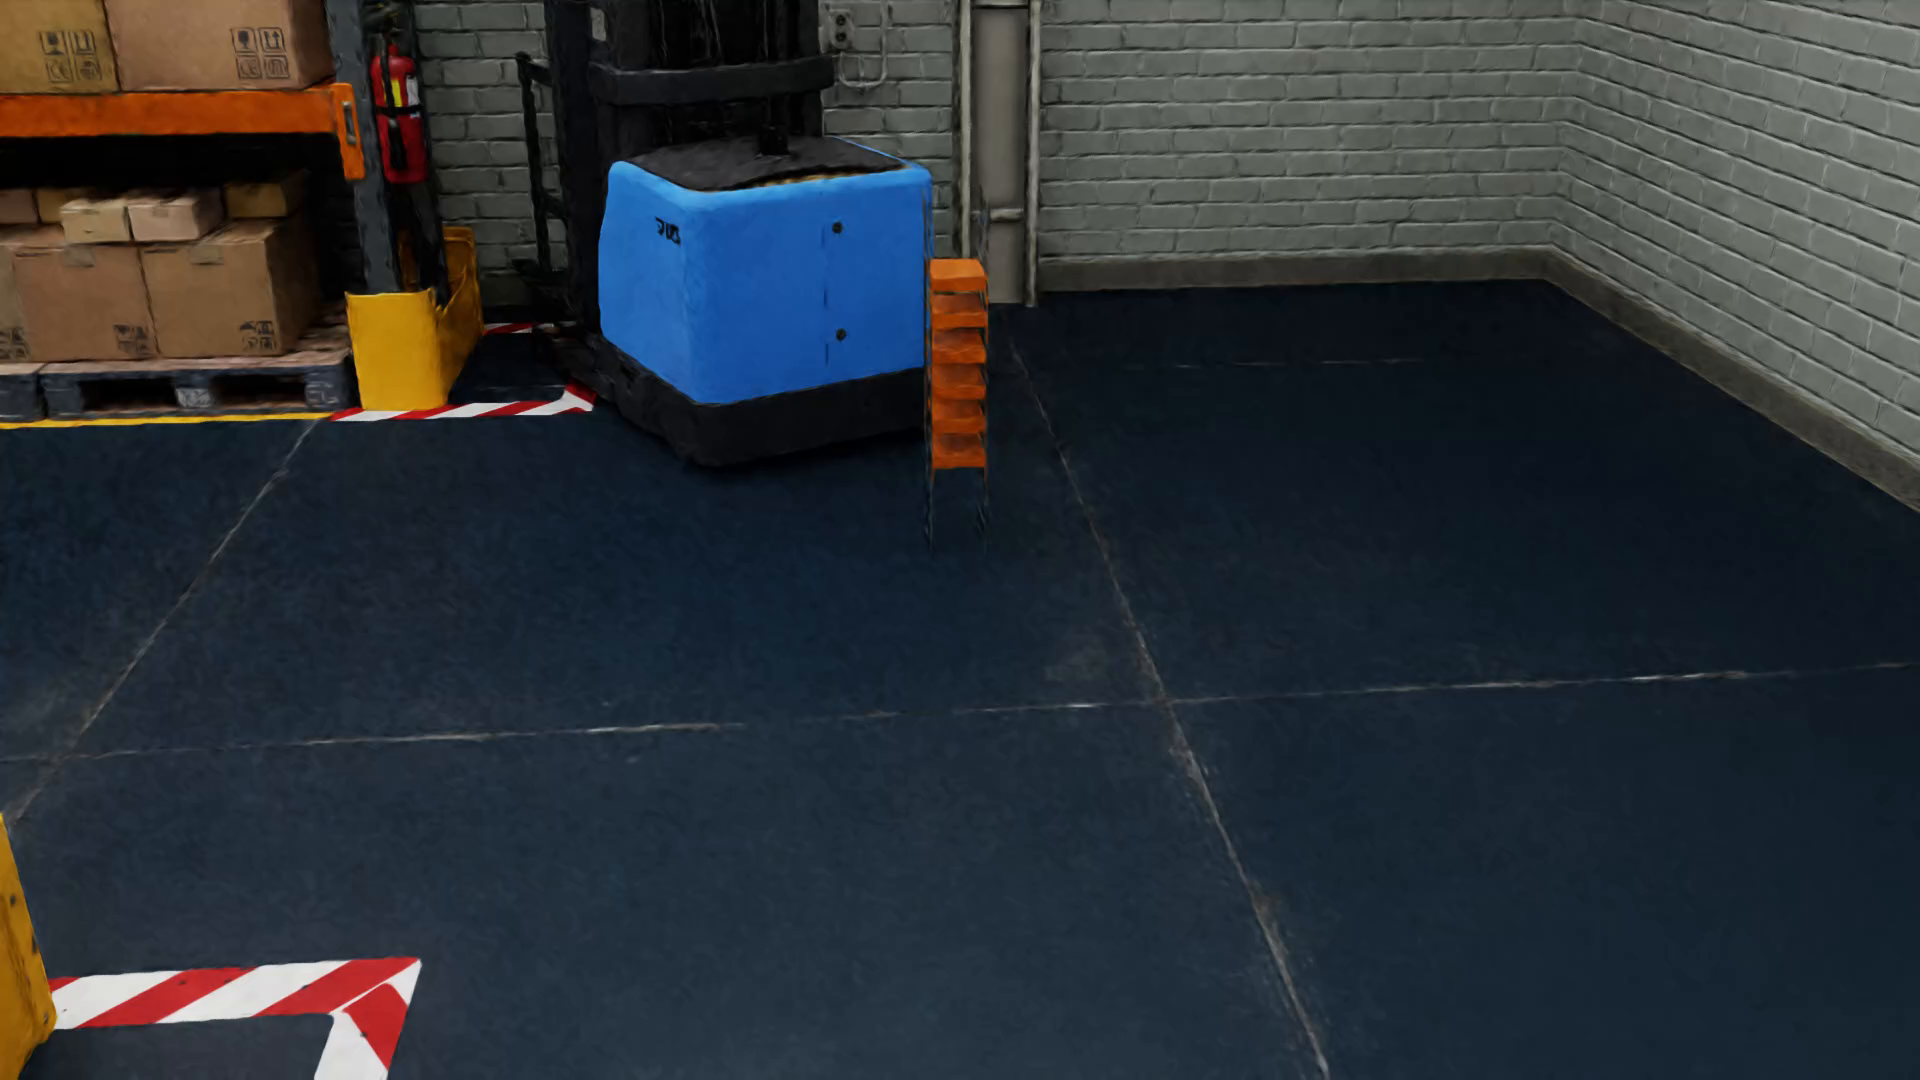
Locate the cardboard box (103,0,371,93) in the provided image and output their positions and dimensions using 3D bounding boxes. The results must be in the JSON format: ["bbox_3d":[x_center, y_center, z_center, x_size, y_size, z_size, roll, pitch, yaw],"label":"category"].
[{"bbox_3d":[-2.931,-2.259,6.771,0.700,0.700,0.980,-1,24,-3],"label":"cardboard box"}]

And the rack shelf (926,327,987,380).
[{"bbox_3d":[-0.014,-0.617,5.474,0.180,0.103,0.258,-2,24,-5],"label":"rack shelf"}]

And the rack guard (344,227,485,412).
[{"bbox_3d":[-2.400,-1.005,7.397,0.348,0.500,1.175,-2,24,-5],"label":"rack guard"}]

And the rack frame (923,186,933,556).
[{"bbox_3d":[-0.105,-0.544,5.497,0.006,1.200,0.240,-2,24,-5],"label":"rack frame"}]

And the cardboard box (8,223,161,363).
[{"bbox_3d":[-3.609,-1.108,7.110,0.500,0.500,0.700,-2,24,-5],"label":"cardboard box"}]

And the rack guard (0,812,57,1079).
[{"bbox_3d":[-2.009,1.001,2.883,0.348,0.500,1.175,-2,24,-5],"label":"rack guard"}]

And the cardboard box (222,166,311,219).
[{"bbox_3d":[-3.006,-1.510,7.217,0.250,0.149,0.380,-2,24,-5],"label":"cardboard box"}]

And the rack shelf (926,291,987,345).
[{"bbox_3d":[-0.014,-0.726,5.426,0.180,0.103,0.258,-2,24,-5],"label":"rack shelf"}]

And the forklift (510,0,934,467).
[{"bbox_3d":[-1.284,-2.166,7.014,1.130,2.935,3.031,-14,28,-28],"label":"forklift"}]

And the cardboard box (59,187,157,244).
[{"bbox_3d":[-3.475,-1.335,6.823,0.250,0.149,0.380,-2,24,-4],"label":"cardboard box"}]

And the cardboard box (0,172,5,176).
[{"bbox_3d":[-4.268,-1.459,7.101,0.250,0.149,0.380,-2,24,-5],"label":"cardboard box"}]

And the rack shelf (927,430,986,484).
[{"bbox_3d":[-0.014,-0.288,5.621,0.180,0.103,0.258,-2,24,-5],"label":"rack shelf"}]

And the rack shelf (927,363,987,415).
[{"bbox_3d":[-0.014,-0.507,5.523,0.180,0.103,0.258,-2,24,-5],"label":"rack shelf"}]

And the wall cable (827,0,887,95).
[{"bbox_3d":[-1.243,-3.044,7.656,1.851,1.984,0.084,-2,24,-5],"label":"wall cable"}]

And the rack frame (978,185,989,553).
[{"bbox_3d":[0.077,-0.551,5.513,0.006,1.200,0.240,-2,24,-5],"label":"rack frame"}]

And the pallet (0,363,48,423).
[{"bbox_3d":[-4.424,-0.762,7.203,1.213,0.211,1.003,-2,24,-5],"label":"pallet"}]

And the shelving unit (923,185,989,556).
[{"bbox_3d":[-0.014,-0.548,5.505,0.189,1.200,0.258,-2,24,-5],"label":"shelving unit"}]

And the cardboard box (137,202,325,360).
[{"bbox_3d":[-3.111,-1.128,7.155,0.500,0.500,0.700,-2,24,-5],"label":"cardboard box"}]

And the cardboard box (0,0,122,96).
[{"bbox_3d":[-3.654,-2.226,6.695,0.700,0.700,0.980,-2,24,-6],"label":"cardboard box"}]

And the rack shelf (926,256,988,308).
[{"bbox_3d":[-0.014,-0.836,5.377,0.180,0.103,0.258,-2,24,-5],"label":"rack shelf"}]

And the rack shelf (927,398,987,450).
[{"bbox_3d":[-0.014,-0.397,5.572,0.180,0.103,0.258,-2,24,-5],"label":"rack shelf"}]

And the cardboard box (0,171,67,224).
[{"bbox_3d":[-4.012,-1.469,7.125,0.250,0.149,0.380,-2,24,-4],"label":"cardboard box"}]

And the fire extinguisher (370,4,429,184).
[{"bbox_3d":[-2.229,-1.760,6.572,0.183,0.674,0.296,-2,24,-5],"label":"fire extinguisher"}]

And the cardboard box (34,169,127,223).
[{"bbox_3d":[-3.759,-1.480,7.148,0.250,0.149,0.380,-2,24,-5],"label":"cardboard box"}]

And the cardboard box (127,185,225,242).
[{"bbox_3d":[-3.221,-1.346,6.846,0.250,0.149,0.380,-3,24,-6],"label":"cardboard box"}]

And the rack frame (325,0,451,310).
[{"bbox_3d":[-2.424,-2.147,6.887,0.127,3.000,1.000,-2,24,-5],"label":"rack frame"}]

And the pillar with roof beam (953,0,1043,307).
[{"bbox_3d":[0.601,-3.605,2.782,0.400,9.000,9.100,-2,24,-5],"label":"pillar with roof beam"}]

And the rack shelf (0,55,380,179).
[{"bbox_3d":[-4.415,-1.738,6.853,4.000,0.370,1.077,-2,24,-5],"label":"rack shelf"}]

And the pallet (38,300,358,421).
[{"bbox_3d":[-3.212,-0.809,7.310,1.213,0.211,1.003,-2,24,-5],"label":"pallet"}]

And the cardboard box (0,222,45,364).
[{"bbox_3d":[-4.109,-1.088,7.065,0.500,0.500,0.700,-3,24,-7],"label":"cardboard box"}]

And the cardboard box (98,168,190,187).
[{"bbox_3d":[-3.510,-1.490,7.170,0.250,0.149,0.380,-2,24,-5],"label":"cardboard box"}]
